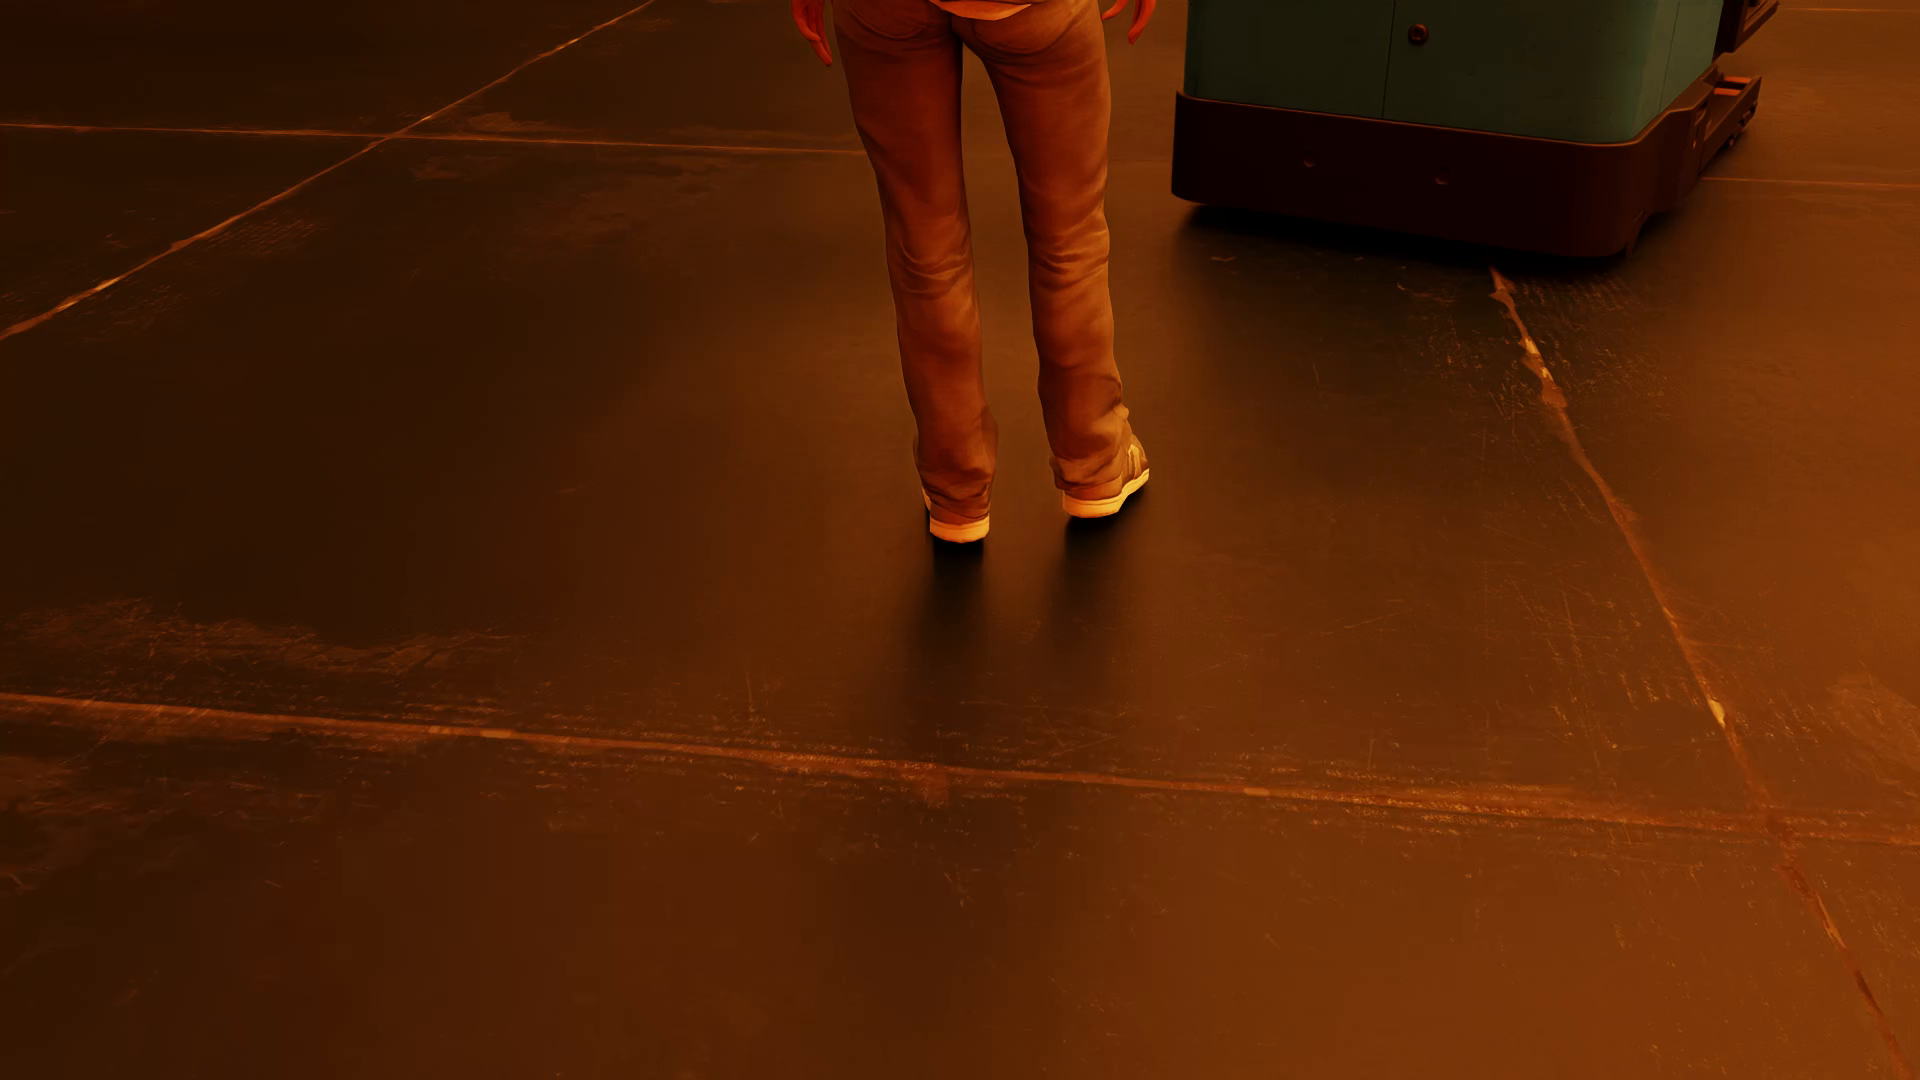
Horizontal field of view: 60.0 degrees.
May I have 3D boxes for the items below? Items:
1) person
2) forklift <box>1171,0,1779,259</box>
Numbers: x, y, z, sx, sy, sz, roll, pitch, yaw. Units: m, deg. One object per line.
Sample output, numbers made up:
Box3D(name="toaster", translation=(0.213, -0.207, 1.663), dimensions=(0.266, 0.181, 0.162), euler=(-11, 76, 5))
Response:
Box3D(name="person", translation=(0.024, -0.746, 2.207), dimensions=(0.520, 1.582, 0.475), euler=(3, 27, 7))
Box3D(name="forklift", translation=(1.703, -2.530, 4.288), dimensions=(1.130, 2.935, 3.031), euler=(15, 30, 27))
